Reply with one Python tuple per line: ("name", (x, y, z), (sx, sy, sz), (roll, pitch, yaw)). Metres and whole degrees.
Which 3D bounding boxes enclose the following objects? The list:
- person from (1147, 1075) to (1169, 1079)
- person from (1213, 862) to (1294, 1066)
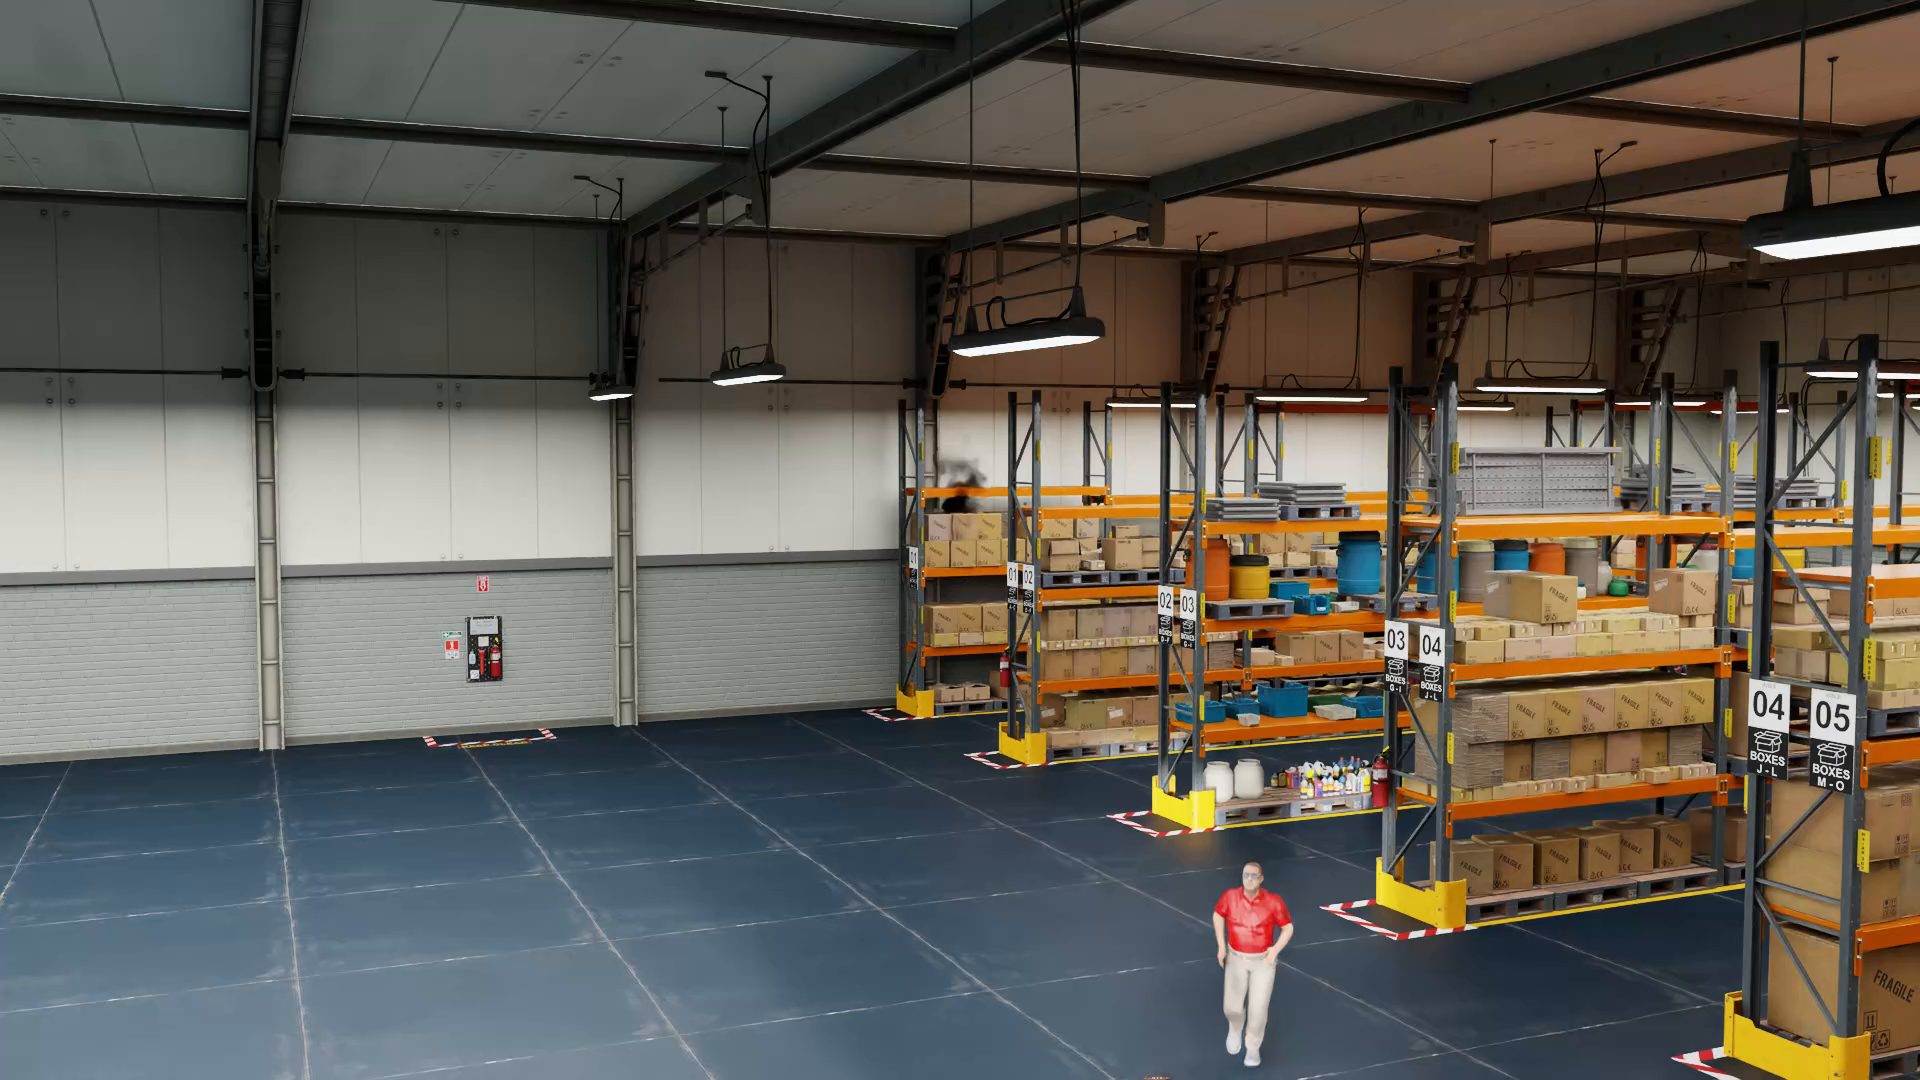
("person", (1.130, 3.804, 9.458), (0.569, 1.621, 0.622), (0, 3, 6))
("person", (2.416, 3.546, 13.783), (0.673, 1.621, 0.592), (1, 3, 14))
